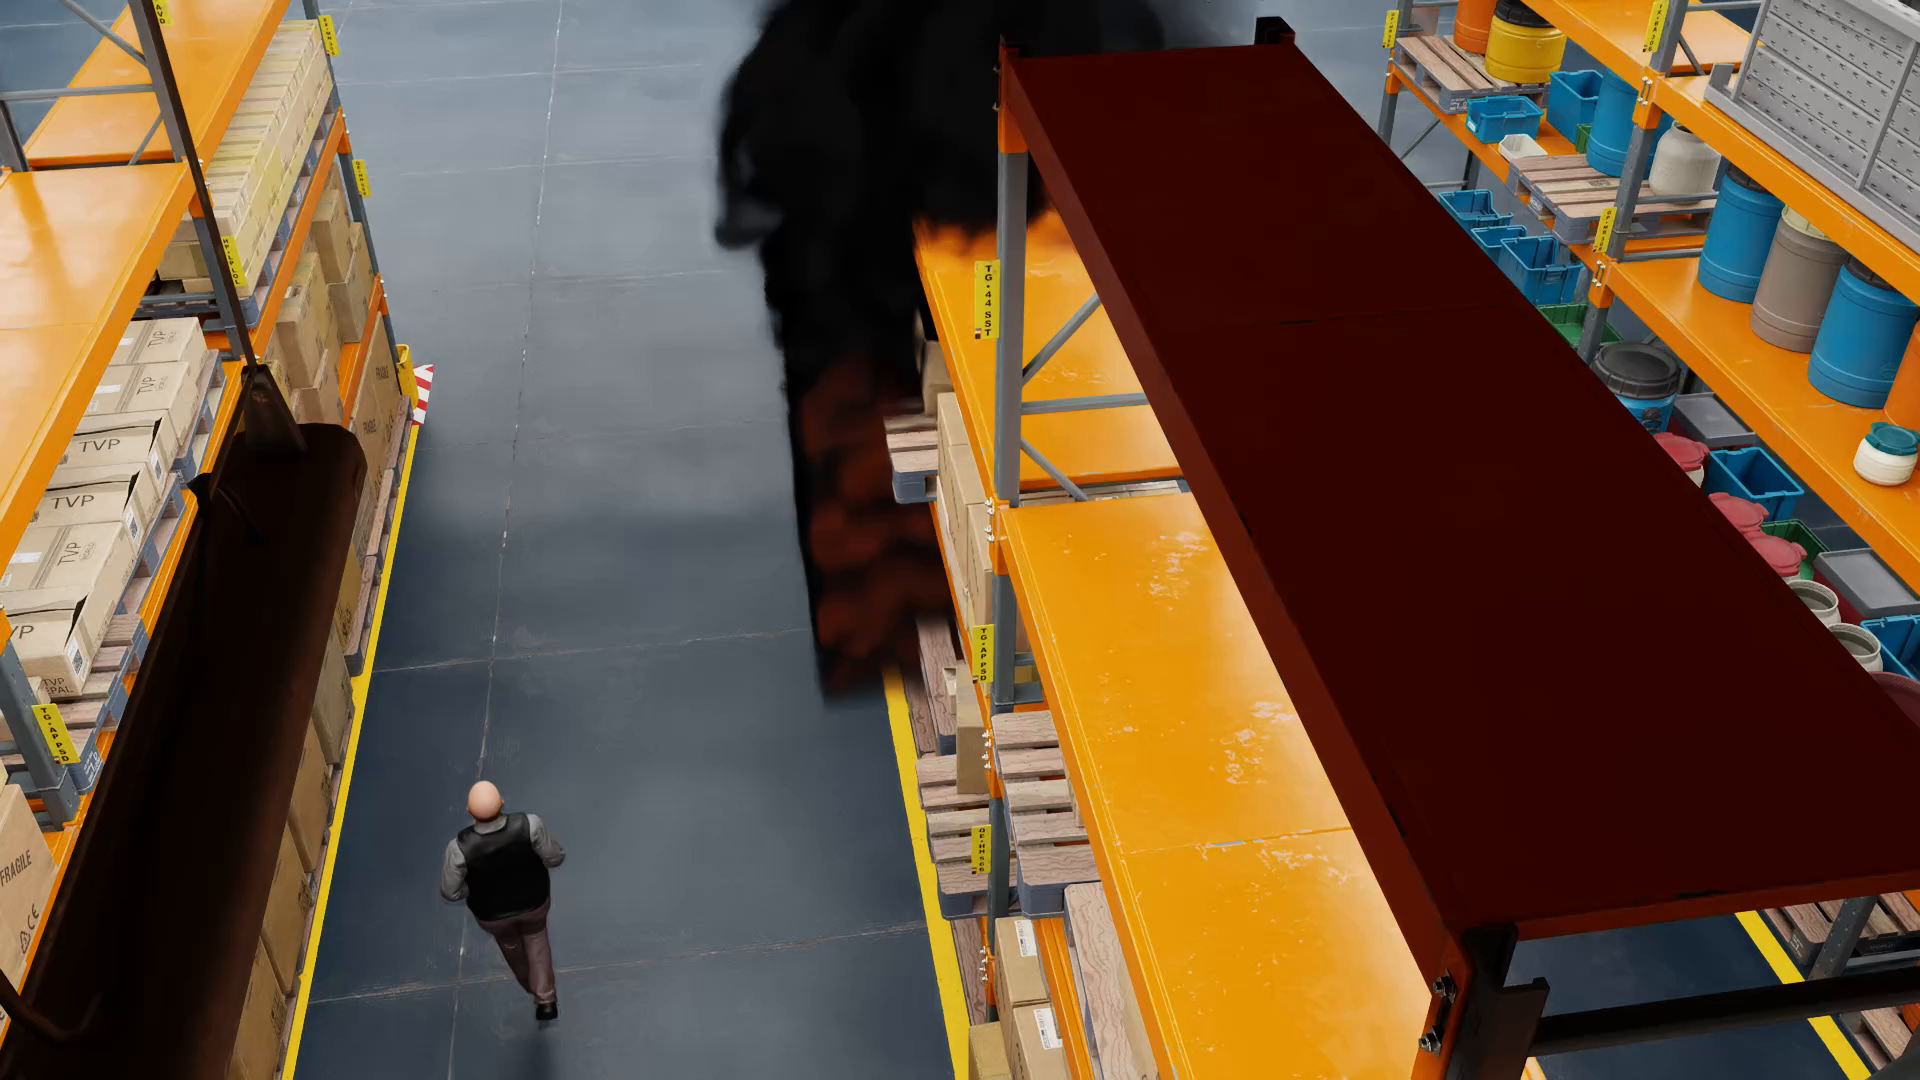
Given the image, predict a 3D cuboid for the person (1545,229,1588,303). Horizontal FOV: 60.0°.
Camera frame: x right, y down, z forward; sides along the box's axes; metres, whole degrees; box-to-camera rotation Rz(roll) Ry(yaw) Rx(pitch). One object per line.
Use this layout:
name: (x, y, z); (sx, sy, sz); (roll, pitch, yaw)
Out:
person: (5.786, -2.985, 15.523); (0.685, 1.663, 0.612); (-7, 37, -9)

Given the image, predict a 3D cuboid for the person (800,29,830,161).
person: (-1.427, -4.957, 18.697); (0.809, 1.560, 0.561); (12, 38, 16)

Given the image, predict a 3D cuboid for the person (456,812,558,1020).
person: (-2.410, 2.016, 8.984); (0.446, 1.471, 0.665); (-14, 38, -18)
